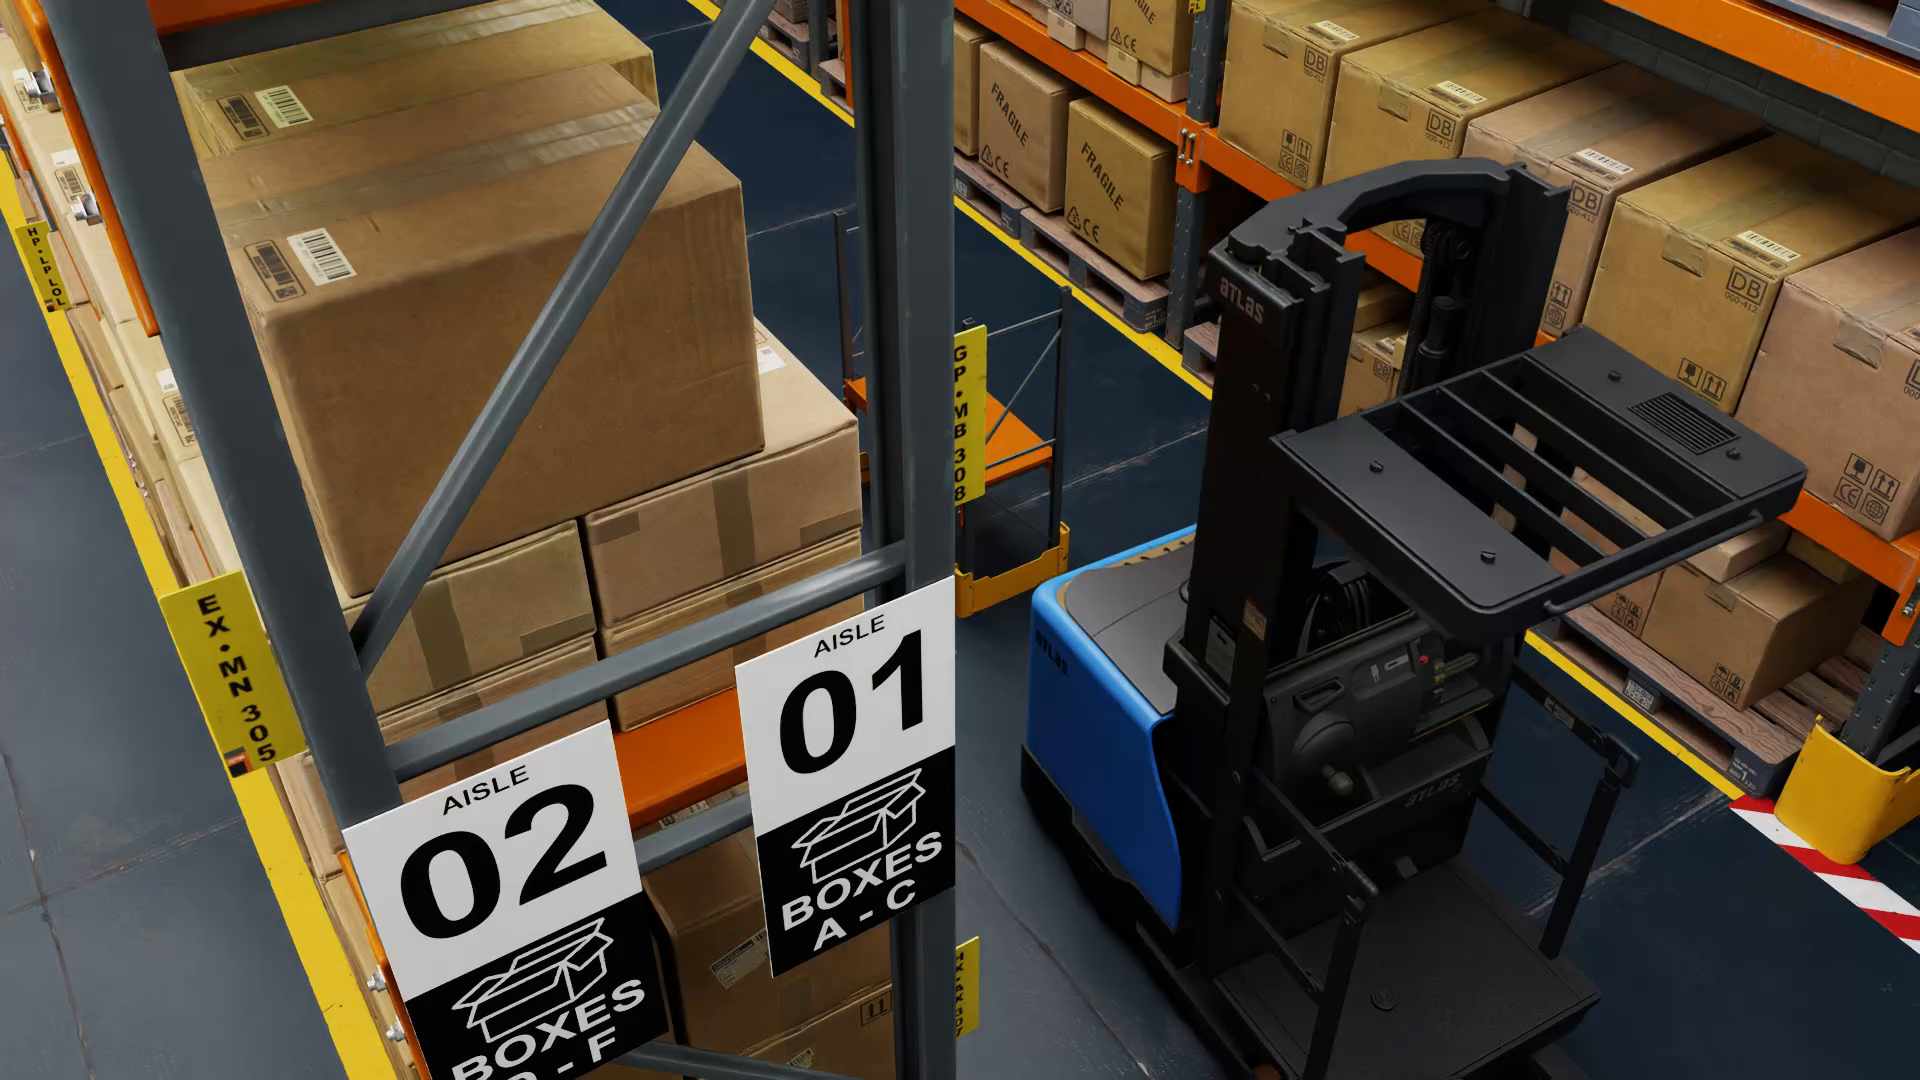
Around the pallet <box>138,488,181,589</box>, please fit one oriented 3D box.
[{"bbox_3d":[-3.080,-0.022,7.612,1.003,0.211,1.213,-22,45,-24],"label":"pallet"}]

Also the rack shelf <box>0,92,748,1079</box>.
[{"bbox_3d":[-1.535,-0.464,4.183,1.077,0.370,4.000,-22,45,-24],"label":"rack shelf"}]

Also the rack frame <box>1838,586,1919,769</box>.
[{"bbox_3d":[3.715,-0.216,5.666,1.000,3.000,0.127,-22,45,-24],"label":"rack frame"}]

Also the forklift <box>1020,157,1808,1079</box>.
[{"bbox_3d":[1.397,0.532,4.822,1.130,2.935,3.031,-20,44,-22],"label":"forklift"}]

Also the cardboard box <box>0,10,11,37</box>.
[{"bbox_3d":[-2.168,-1.675,4.214,0.700,0.500,0.500,-22,45,-24],"label":"cardboard box"}]

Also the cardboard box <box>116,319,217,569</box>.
[{"bbox_3d":[-1.220,-0.255,3.096,0.500,0.250,0.500,-22,45,-24],"label":"cardboard box"}]

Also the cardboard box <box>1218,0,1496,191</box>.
[{"bbox_3d":[1.842,-2.192,7.803,0.980,0.700,0.700,-22,44,-24],"label":"cardboard box"}]

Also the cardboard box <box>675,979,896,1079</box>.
[{"bbox_3d":[-0.476,1.123,3.982,0.500,0.500,0.500,-21,44,-24],"label":"cardboard box"}]

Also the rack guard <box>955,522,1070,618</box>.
[{"bbox_3d":[0.227,0.132,7.397,0.587,0.250,0.087,-22,45,-24],"label":"rack guard"}]

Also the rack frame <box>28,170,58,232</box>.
[{"bbox_3d":[-2.611,-0.668,6.208,1.000,3.000,0.127,-22,45,-24],"label":"rack frame"}]

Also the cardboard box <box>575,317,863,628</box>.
[{"bbox_3d":[-0.517,-0.162,2.985,0.500,0.250,0.500,-22,45,-24],"label":"cardboard box"}]

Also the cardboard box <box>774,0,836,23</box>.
[{"bbox_3d":[-1.018,-4.113,11.952,0.700,0.500,0.500,-22,44,-24],"label":"cardboard box"}]

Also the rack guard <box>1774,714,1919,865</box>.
[{"bbox_3d":[3.727,0.757,6.451,1.175,0.500,0.348,-22,45,-24],"label":"rack guard"}]

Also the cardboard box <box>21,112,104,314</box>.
[{"bbox_3d":[-1.760,-0.794,3.743,0.500,0.250,0.500,-22,45,-24],"label":"cardboard box"}]

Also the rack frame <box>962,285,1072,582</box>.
[{"bbox_3d":[0.227,-0.348,6.996,0.500,1.500,0.032,-22,45,-24],"label":"rack frame"}]

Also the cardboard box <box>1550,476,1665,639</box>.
[{"bbox_3d":[2.985,-0.030,7.068,0.700,0.500,0.500,-22,45,-25],"label":"cardboard box"}]

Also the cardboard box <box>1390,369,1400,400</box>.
[{"bbox_3d":[2.421,-0.587,7.736,0.700,0.500,0.500,-21,44,-23],"label":"cardboard box"}]

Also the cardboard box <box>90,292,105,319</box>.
[{"bbox_3d":[-1.753,-0.604,3.906,0.500,0.250,0.500,-22,45,-24],"label":"cardboard box"}]

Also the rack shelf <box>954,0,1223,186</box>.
[{"bbox_3d":[0.488,-3.178,9.783,1.077,0.370,4.000,-22,45,-24],"label":"rack shelf"}]

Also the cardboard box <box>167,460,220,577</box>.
[{"bbox_3d":[-1.218,-0.064,3.257,0.500,0.250,0.500,-22,45,-24],"label":"cardboard box"}]

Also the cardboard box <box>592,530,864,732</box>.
[{"bbox_3d":[-0.522,0.032,3.143,0.500,0.250,0.500,-22,45,-24],"label":"cardboard box"}]

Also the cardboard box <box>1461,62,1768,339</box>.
[{"bbox_3d":[2.629,-1.406,6.860,0.980,0.700,0.700,-24,46,-26],"label":"cardboard box"}]

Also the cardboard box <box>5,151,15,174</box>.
[{"bbox_3d":[-5.530,-2.409,10.117,0.500,0.250,0.500,-23,45,-25],"label":"cardboard box"}]

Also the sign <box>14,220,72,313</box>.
[{"bbox_3d":[-3.077,-0.920,5.606,0.100,0.325,0.005,-22,45,-24],"label":"sign"}]

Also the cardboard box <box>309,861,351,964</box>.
[{"bbox_3d":[-1.476,0.755,4.423,0.500,0.500,0.500,-22,45,-24],"label":"cardboard box"}]

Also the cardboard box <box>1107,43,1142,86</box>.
[{"bbox_3d":[0.988,-2.499,8.587,0.380,0.149,0.250,-21,44,-24],"label":"cardboard box"}]

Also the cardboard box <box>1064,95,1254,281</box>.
[{"bbox_3d":[1.105,-2.016,9.178,0.750,0.750,0.750,-22,44,-24],"label":"cardboard box"}]

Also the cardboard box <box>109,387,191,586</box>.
[{"bbox_3d":[-2.041,-0.183,4.767,0.500,0.500,0.500,-24,45,-26],"label":"cardboard box"}]

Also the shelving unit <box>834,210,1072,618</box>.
[{"bbox_3d":[-0.041,-0.617,7.319,0.587,1.500,1.083,-22,45,-24],"label":"shelving unit"}]

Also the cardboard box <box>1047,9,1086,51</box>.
[{"bbox_3d":[0.695,-2.777,8.920,0.380,0.149,0.250,-22,45,-24],"label":"cardboard box"}]

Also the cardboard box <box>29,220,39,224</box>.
[{"bbox_3d":[-4.472,-1.411,8.709,0.500,0.500,0.500,-24,45,-26],"label":"cardboard box"}]

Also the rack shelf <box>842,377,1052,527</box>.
[{"bbox_3d":[-0.046,-0.484,7.440,0.538,0.185,1.000,-22,45,-24],"label":"rack shelf"}]

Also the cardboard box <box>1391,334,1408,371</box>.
[{"bbox_3d":[2.191,-0.857,7.553,0.380,0.149,0.250,-23,45,-26],"label":"cardboard box"}]

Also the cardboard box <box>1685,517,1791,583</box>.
[{"bbox_3d":[3.031,-0.016,6.544,0.380,0.149,0.250,-23,45,-25],"label":"cardboard box"}]

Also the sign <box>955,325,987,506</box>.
[{"bbox_3d":[-0.003,-0.184,2.601,0.100,0.325,0.005,-22,45,-24],"label":"sign"}]

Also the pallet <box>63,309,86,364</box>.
[{"bbox_3d":[-4.392,-1.339,9.193,1.003,0.211,1.213,-22,45,-24],"label":"pallet"}]

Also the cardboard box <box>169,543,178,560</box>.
[{"bbox_3d":[-2.567,-0.337,5.733,0.500,0.500,0.500,-21,44,-23],"label":"cardboard box"}]

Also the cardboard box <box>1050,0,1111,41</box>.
[{"bbox_3d":[0.820,-2.970,8.644,0.500,0.500,0.500,-22,45,-24],"label":"cardboard box"}]

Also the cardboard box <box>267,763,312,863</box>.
[{"bbox_3d":[-1.486,0.373,4.101,0.500,0.500,0.500,-21,44,-23],"label":"cardboard box"}]

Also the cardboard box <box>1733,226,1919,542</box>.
[{"bbox_3d":[3.432,-0.603,5.896,0.980,0.700,0.700,-20,44,-23],"label":"cardboard box"}]

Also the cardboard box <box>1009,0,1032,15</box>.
[{"bbox_3d":[0.497,-3.072,9.274,0.380,0.149,0.250,-23,45,-26],"label":"cardboard box"}]

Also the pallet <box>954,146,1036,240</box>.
[{"bbox_3d":[0.425,-2.353,10.409,1.003,0.211,1.213,-22,45,-24],"label":"pallet"}]

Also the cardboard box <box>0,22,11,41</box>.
[{"bbox_3d":[-2.288,-1.337,4.395,0.500,0.250,0.500,-22,45,-24],"label":"cardboard box"}]

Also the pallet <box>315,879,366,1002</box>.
[{"bbox_3d":[-1.582,1.434,5.865,1.003,0.211,1.213,-22,45,-24],"label":"pallet"}]

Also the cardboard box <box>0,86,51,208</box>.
[{"bbox_3d":[-2.293,-1.144,4.553,0.500,0.250,0.500,-22,45,-24],"label":"cardboard box"}]

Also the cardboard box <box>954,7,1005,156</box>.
[{"bbox_3d":[0.163,-2.952,10.301,0.750,0.750,0.750,-22,45,-25],"label":"cardboard box"}]

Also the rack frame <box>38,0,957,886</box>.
[{"bbox_3d":[-0.460,-0.813,1.697,1.000,3.000,0.127,-22,45,-24],"label":"rack frame"}]

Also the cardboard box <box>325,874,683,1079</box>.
[{"bbox_3d":[-0.931,0.923,3.440,0.500,0.500,0.500,-23,45,-25],"label":"cardboard box"}]

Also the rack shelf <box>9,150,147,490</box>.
[{"bbox_3d":[-3.686,-1.471,7.734,1.077,0.370,4.000,-22,45,-24],"label":"rack shelf"}]

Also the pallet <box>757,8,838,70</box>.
[{"bbox_3d":[-1.006,-3.885,12.247,1.003,0.211,1.213,-22,45,-24],"label":"pallet"}]

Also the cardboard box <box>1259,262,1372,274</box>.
[{"bbox_3d":[1.879,-1.137,8.396,0.700,0.500,0.500,-22,44,-24],"label":"cardboard box"}]

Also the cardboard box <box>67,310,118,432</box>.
[{"bbox_3d":[-3.921,-0.858,8.046,0.500,0.500,0.500,-24,45,-26],"label":"cardboard box"}]

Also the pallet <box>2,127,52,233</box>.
[{"bbox_3d":[-3.712,-1.705,7.603,1.003,0.211,1.213,-22,45,-24],"label":"pallet"}]

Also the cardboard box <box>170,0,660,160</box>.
[{"bbox_3d":[-0.948,-0.654,2.990,0.700,0.500,0.500,-22,45,-24],"label":"cardboard box"}]

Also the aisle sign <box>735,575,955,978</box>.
[{"bbox_3d":[-0.176,0.428,2.862,0.394,0.787,0.004,-22,45,-24],"label":"aisle sign"}]

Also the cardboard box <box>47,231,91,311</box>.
[{"bbox_3d":[-2.595,-0.739,5.435,0.500,0.500,0.500,-21,44,-23],"label":"cardboard box"}]

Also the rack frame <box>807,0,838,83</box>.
[{"bbox_3d":[-0.587,-4.534,10.848,1.000,3.000,0.127,-22,45,-24],"label":"rack frame"}]

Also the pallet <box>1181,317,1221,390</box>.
[{"bbox_3d":[1.907,-0.866,8.625,1.003,0.211,1.213,-22,45,-24],"label":"pallet"}]

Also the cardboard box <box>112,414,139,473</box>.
[{"bbox_3d":[-3.377,-0.314,7.392,0.500,0.500,0.500,-22,45,-24],"label":"cardboard box"}]
